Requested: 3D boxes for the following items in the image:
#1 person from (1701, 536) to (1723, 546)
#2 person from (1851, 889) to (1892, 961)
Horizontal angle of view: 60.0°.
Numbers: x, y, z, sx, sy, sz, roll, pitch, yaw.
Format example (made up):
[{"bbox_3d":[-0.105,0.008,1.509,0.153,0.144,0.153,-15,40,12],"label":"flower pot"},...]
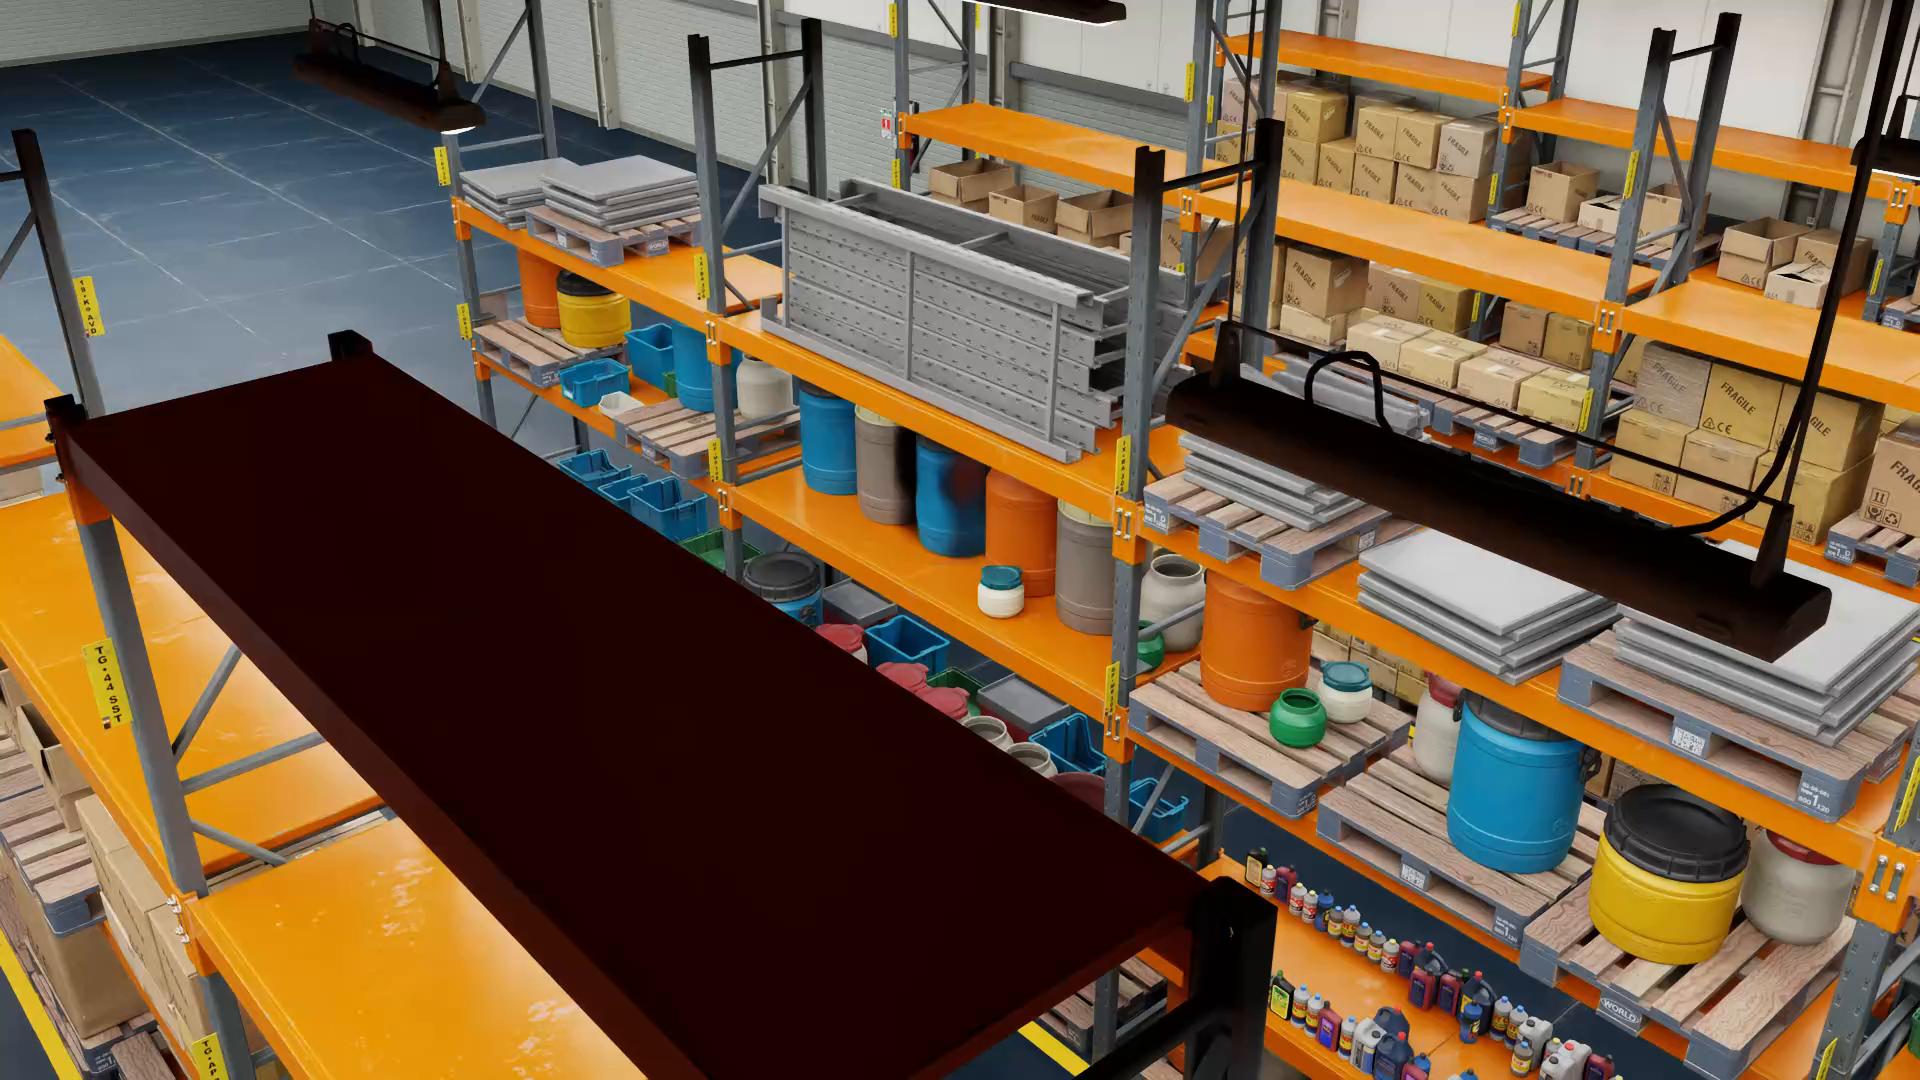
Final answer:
[{"bbox_3d":[6.578,0.501,14.771,0.887,1.645,0.428,24,35,38],"label":"person"},{"bbox_3d":[5.799,2.641,10.562,0.446,1.622,0.665,-24,35,-39],"label":"person"}]
